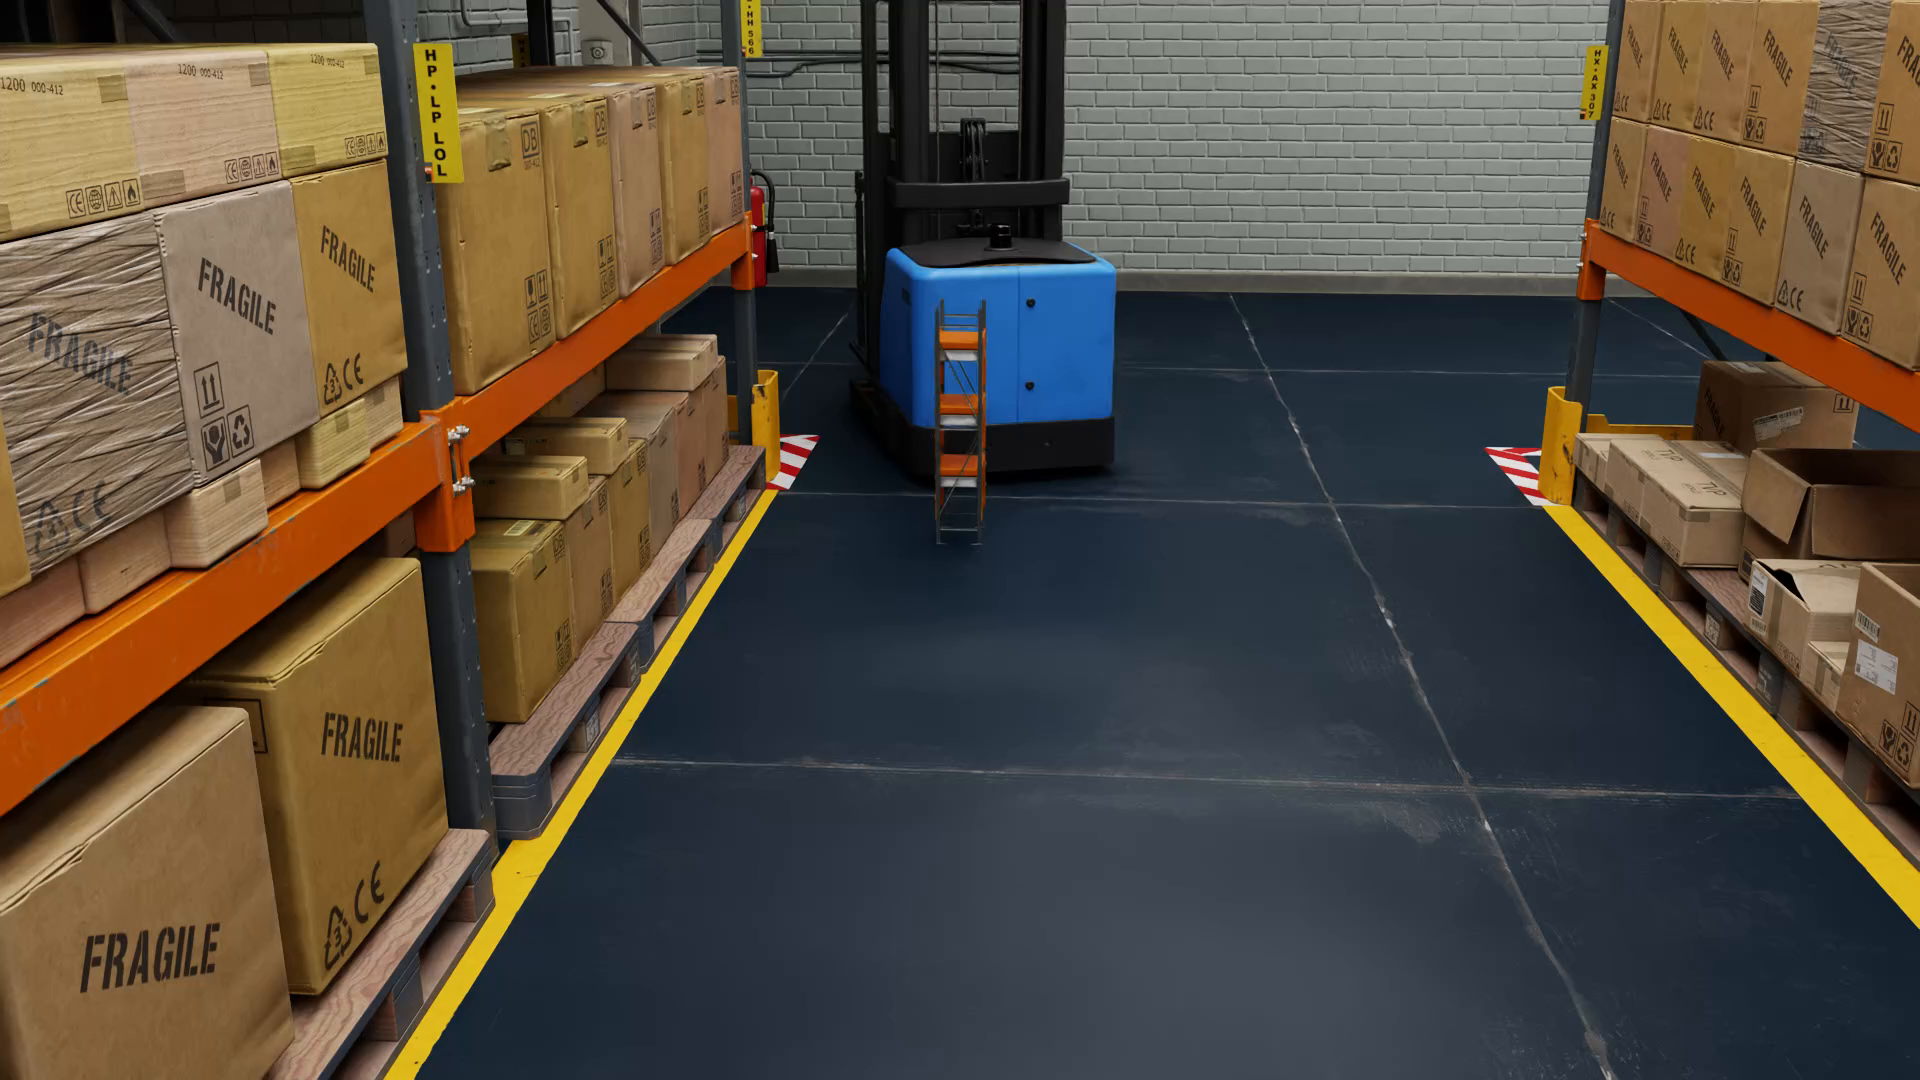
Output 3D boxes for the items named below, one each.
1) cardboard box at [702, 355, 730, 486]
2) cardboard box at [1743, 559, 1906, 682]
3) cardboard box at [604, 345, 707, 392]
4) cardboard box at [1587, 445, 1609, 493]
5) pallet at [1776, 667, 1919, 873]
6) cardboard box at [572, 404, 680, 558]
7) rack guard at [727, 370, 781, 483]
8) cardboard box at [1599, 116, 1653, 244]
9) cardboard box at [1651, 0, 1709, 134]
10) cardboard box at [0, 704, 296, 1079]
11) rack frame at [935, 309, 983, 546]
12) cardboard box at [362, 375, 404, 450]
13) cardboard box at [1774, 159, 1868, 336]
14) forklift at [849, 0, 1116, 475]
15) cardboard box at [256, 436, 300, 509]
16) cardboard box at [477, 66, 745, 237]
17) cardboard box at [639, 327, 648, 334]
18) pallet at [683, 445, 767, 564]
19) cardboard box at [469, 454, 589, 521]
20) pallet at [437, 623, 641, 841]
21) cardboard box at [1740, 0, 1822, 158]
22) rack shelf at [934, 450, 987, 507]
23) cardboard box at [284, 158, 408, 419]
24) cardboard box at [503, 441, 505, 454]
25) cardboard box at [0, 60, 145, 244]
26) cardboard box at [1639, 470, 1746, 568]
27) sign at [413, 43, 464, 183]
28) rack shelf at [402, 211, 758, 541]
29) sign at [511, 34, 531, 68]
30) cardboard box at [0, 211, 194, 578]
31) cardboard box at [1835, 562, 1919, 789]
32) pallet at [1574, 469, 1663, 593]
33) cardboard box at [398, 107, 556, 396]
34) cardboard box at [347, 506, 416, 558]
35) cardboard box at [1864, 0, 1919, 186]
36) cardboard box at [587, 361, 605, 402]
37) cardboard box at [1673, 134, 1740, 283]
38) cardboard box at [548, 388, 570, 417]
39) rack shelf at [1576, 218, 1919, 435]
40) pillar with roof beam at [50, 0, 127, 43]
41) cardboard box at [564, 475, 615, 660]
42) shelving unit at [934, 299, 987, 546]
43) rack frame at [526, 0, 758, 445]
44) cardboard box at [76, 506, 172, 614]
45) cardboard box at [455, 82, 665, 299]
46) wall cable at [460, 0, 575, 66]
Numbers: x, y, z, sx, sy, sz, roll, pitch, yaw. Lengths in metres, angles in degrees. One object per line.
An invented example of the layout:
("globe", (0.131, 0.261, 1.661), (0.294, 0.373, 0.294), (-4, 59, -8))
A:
("cardboard box", (-1.464, -0.557, 7.645), (0.700, 0.500, 0.500), (1, 18, 4))
("cardboard box", (2.952, 0.239, 5.487), (0.500, 0.311, 0.500), (1, 18, 4))
("cardboard box", (-1.309, -0.742, 7.168), (0.380, 0.149, 0.250), (2, 18, 5))
("cardboard box", (3.037, -0.318, 7.420), (0.380, 0.166, 0.250), (1, 18, 4))
("pallet", (3.191, 0.699, 4.952), (1.003, 0.211, 1.213), (1, 18, 4))
("cardboard box", (-1.536, -0.245, 6.694), (0.700, 0.500, 0.500), (1, 18, 2))
("rack guard", (-1.512, -0.584, 8.404), (1.175, 0.500, 0.348), (1, 18, 4))
("cardboard box", (3.132, -1.571, 7.240), (0.500, 0.500, 0.500), (2, 18, 5))
("cardboard box", (3.103, -1.884, 6.588), (0.500, 0.500, 0.500), (1, 18, 4))
("cardboard box", (-1.778, 0.780, 3.002), (0.750, 0.750, 0.750), (2, 18, 6))
("rack frame", (-0.005, -0.478, 7.195), (0.200, 1.050, 0.008), (1, 18, 4))
("cardboard box", (-1.543, -0.301, 3.897), (0.380, 0.149, 0.250), (1, 18, 4))
("cardboard box", (2.991, -0.941, 5.318), (0.500, 0.500, 0.500), (2, 18, 5))
("forklift", (-0.031, -2.130, 9.217), (1.130, 2.935, 3.031), (-4, 19, -11))
("cardboard box", (-1.601, -0.143, 3.414), (0.380, 0.149, 0.250), (2, 18, 6))
("cardboard box", (-1.541, -1.749, 7.461), (0.980, 0.700, 0.700), (2, 18, 6))
("cardboard box", (-1.655, -0.908, 7.677), (0.380, 0.149, 0.250), (1, 18, 4))
("pallet", (-1.493, -0.190, 7.663), (1.003, 0.211, 1.213), (1, 18, 4))
("cardboard box", (-1.438, -0.175, 5.437), (0.380, 0.149, 0.250), (2, 18, 6))
("pallet", (-1.668, 0.568, 5.350), (1.003, 0.211, 1.213), (1, 18, 4))
("cardboard box", (3.026, -1.571, 5.633), (0.500, 0.500, 0.500), (1, 18, 3))
("rack shelf", (0.004, -0.241, 7.400), (0.215, 0.259, 0.240), (1, 18, 4))
("cardboard box", (-1.582, -0.572, 3.681), (0.500, 0.500, 0.500), (1, 18, 3))
("cardboard box", (-1.780, -0.356, 5.990), (0.380, 0.149, 0.250), (1, 18, 4))
("cardboard box", (-1.662, -0.610, 2.591), (0.500, 0.250, 0.500), (2, 18, 5))
("cardboard box", (3.034, -0.085, 6.574), (0.500, 0.250, 0.500), (1, 18, 4))
("sign", (-1.259, -1.026, 4.005), (0.100, 0.325, 0.005), (1, 18, 4))
("rack shelf", (-1.657, -0.802, 6.208), (1.077, 0.370, 4.000), (1, 18, 4))
("sign", (-2.067, -2.228, 7.888), (0.100, 0.325, 0.005), (1, 18, 4))
("cardboard box", (-1.654, -0.257, 2.721), (0.500, 0.500, 0.500), (1, 18, 4))
("cardboard box", (2.898, 0.382, 4.747), (0.500, 0.500, 0.500), (1, 18, 4))
("pallet", (3.366, -0.059, 7.264), (1.003, 0.211, 1.213), (1, 18, 4))
("cardboard box", (-1.746, -0.833, 4.667), (0.980, 0.700, 0.700), (2, 18, 5))
("cardboard box", (-1.853, -0.032, 5.001), (0.380, 0.149, 0.250), (1, 18, 4))
("cardboard box", (2.953, -1.258, 4.678), (0.500, 0.500, 0.500), (1, 18, 3))
("cardboard box", (-1.709, -0.673, 6.959), (0.380, 0.149, 0.250), (1, 18, 4))
("cardboard box", (3.062, -1.255, 6.275), (0.500, 0.500, 0.500), (1, 18, 4))
("cardboard box", (-1.744, -0.515, 6.475), (0.380, 0.149, 0.250), (1, 18, 4))
("rack shelf", (3.284, -0.692, 5.874), (1.077, 0.370, 4.000), (1, 18, 4))
("pillar with roof beam", (1.681, -3.514, 3.696), (9.100, 9.000, 0.400), (1, 18, 4))
("cardboard box", (-1.606, 0.080, 5.702), (0.700, 0.500, 0.500), (1, 18, 3))
("shelving unit", (0.004, -0.516, 7.310), (0.215, 1.050, 0.252), (1, 18, 4))
("rack frame", (-1.514, -1.765, 7.992), (1.000, 3.000, 0.127), (1, 18, 4))
("cardboard box", (-1.645, 0.015, 2.932), (0.380, 0.149, 0.250), (1, 18, 4))
("cardboard box", (-1.645, -1.286, 6.049), (0.980, 0.700, 0.700), (0, 18, 1))
("wall cable", (-2.366, -2.666, 9.112), (0.084, 1.984, 1.851), (1, 18, 4))
